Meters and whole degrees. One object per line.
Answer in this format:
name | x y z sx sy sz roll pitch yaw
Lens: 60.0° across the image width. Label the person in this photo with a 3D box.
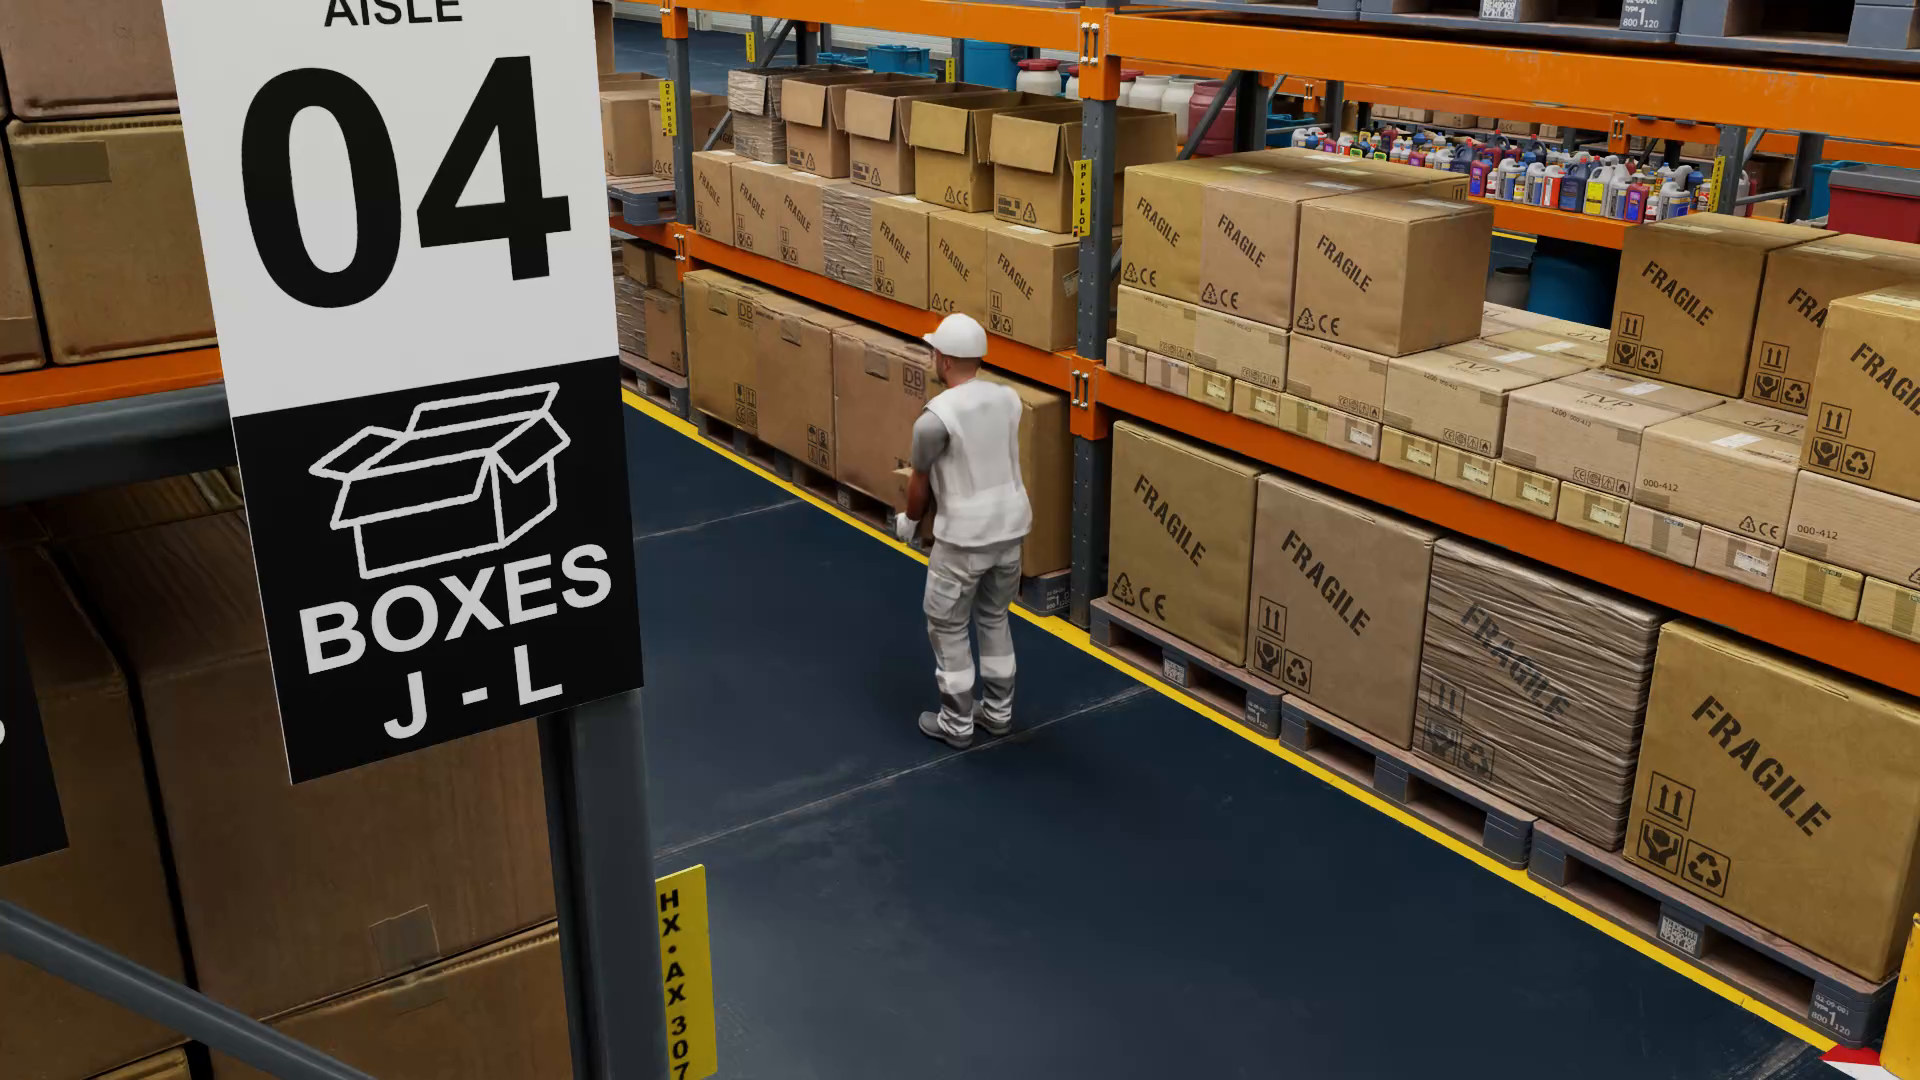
person | -0.001 -0.034 6.657 0.491 1.773 0.577 -15 26 -34
